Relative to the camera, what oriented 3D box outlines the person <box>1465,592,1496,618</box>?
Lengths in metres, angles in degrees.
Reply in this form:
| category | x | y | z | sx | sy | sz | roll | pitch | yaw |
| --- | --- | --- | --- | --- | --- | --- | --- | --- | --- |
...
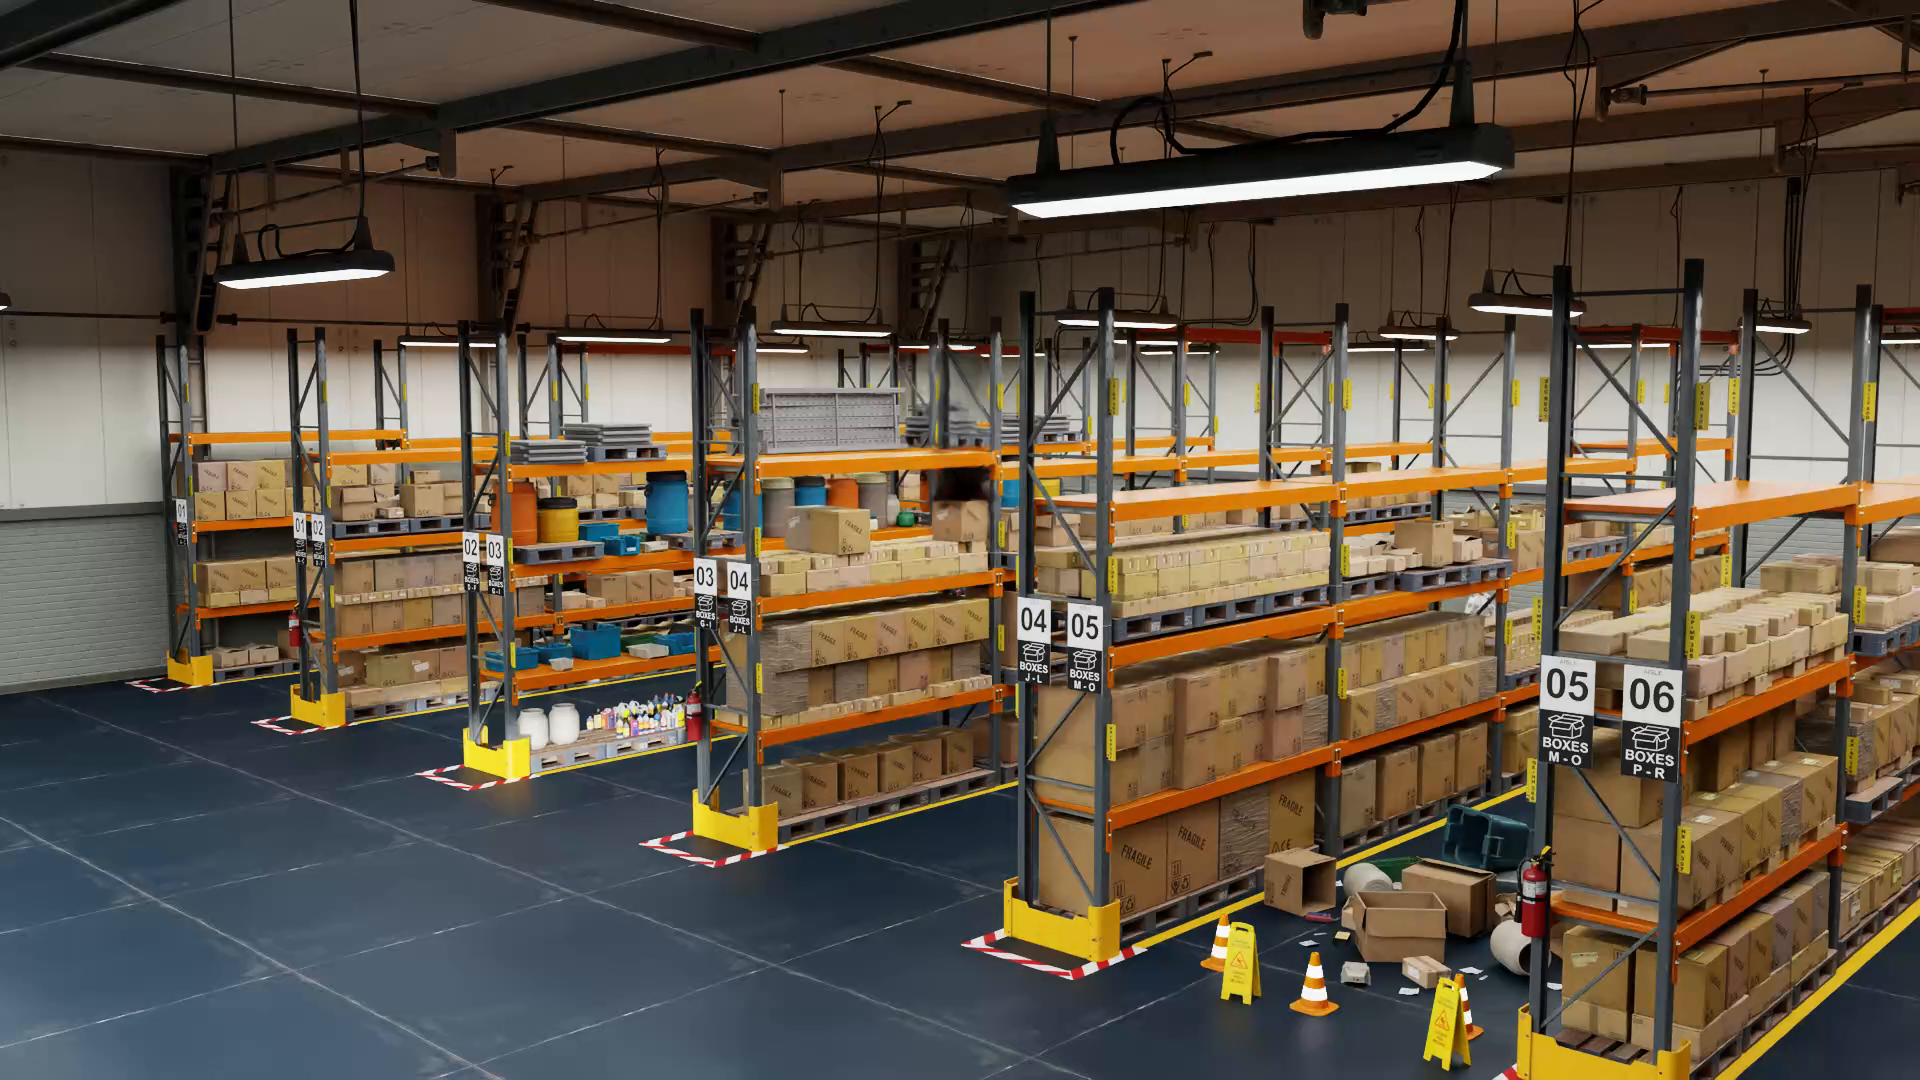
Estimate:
| category | x | y | z | sx | sy | sz | roll | pitch | yaw |
| --- | --- | --- | --- | --- | --- | --- | --- | --- | --- |
| person | 9.477 | 1.517 | 30.317 | 0.654 | 1.634 | 0.575 | -2 | 6 | -18 |
